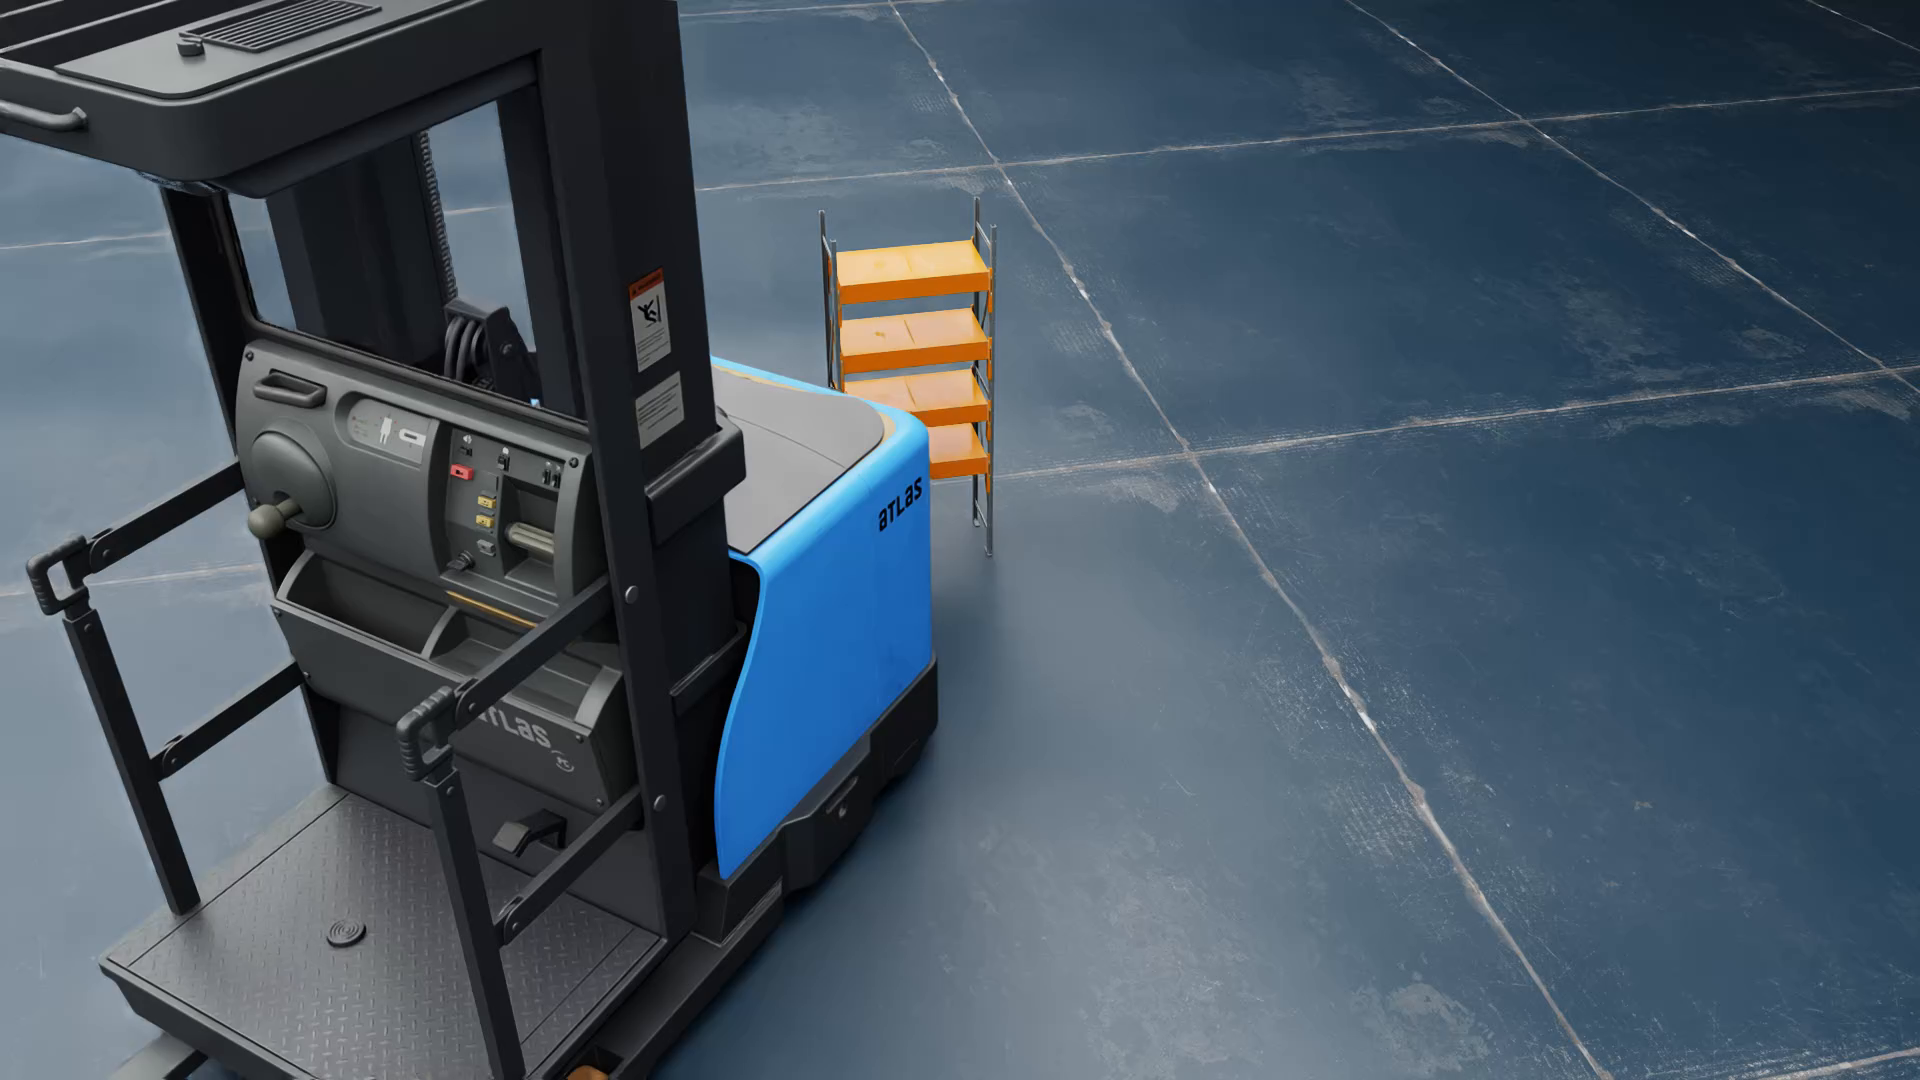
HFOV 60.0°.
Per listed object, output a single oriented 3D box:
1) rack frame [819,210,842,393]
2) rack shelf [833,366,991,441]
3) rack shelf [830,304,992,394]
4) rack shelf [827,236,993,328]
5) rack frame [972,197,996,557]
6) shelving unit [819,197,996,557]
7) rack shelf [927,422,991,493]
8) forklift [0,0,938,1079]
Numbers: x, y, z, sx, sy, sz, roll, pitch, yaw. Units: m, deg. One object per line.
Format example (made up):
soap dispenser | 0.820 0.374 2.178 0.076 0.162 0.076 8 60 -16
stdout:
rack frame | -0.399 -0.448 5.341 0.015 1.200 0.240 -7 35 -11
rack shelf | -0.161 -0.422 5.423 0.480 0.148 0.258 -7 35 -11
rack shelf | -0.161 -0.608 5.298 0.480 0.148 0.258 -7 35 -11
rack shelf | -0.161 -0.804 5.166 0.480 0.148 0.258 -7 35 -11
rack frame | 0.077 -0.508 5.430 0.015 1.200 0.240 -7 35 -11
shelving unit | -0.161 -0.478 5.385 0.503 1.200 0.258 -7 35 -11
rack shelf | -0.161 -0.257 5.533 0.480 0.148 0.258 -7 35 -11
forklift | -1.229 -0.065 3.216 1.130 2.935 3.031 18 38 24
